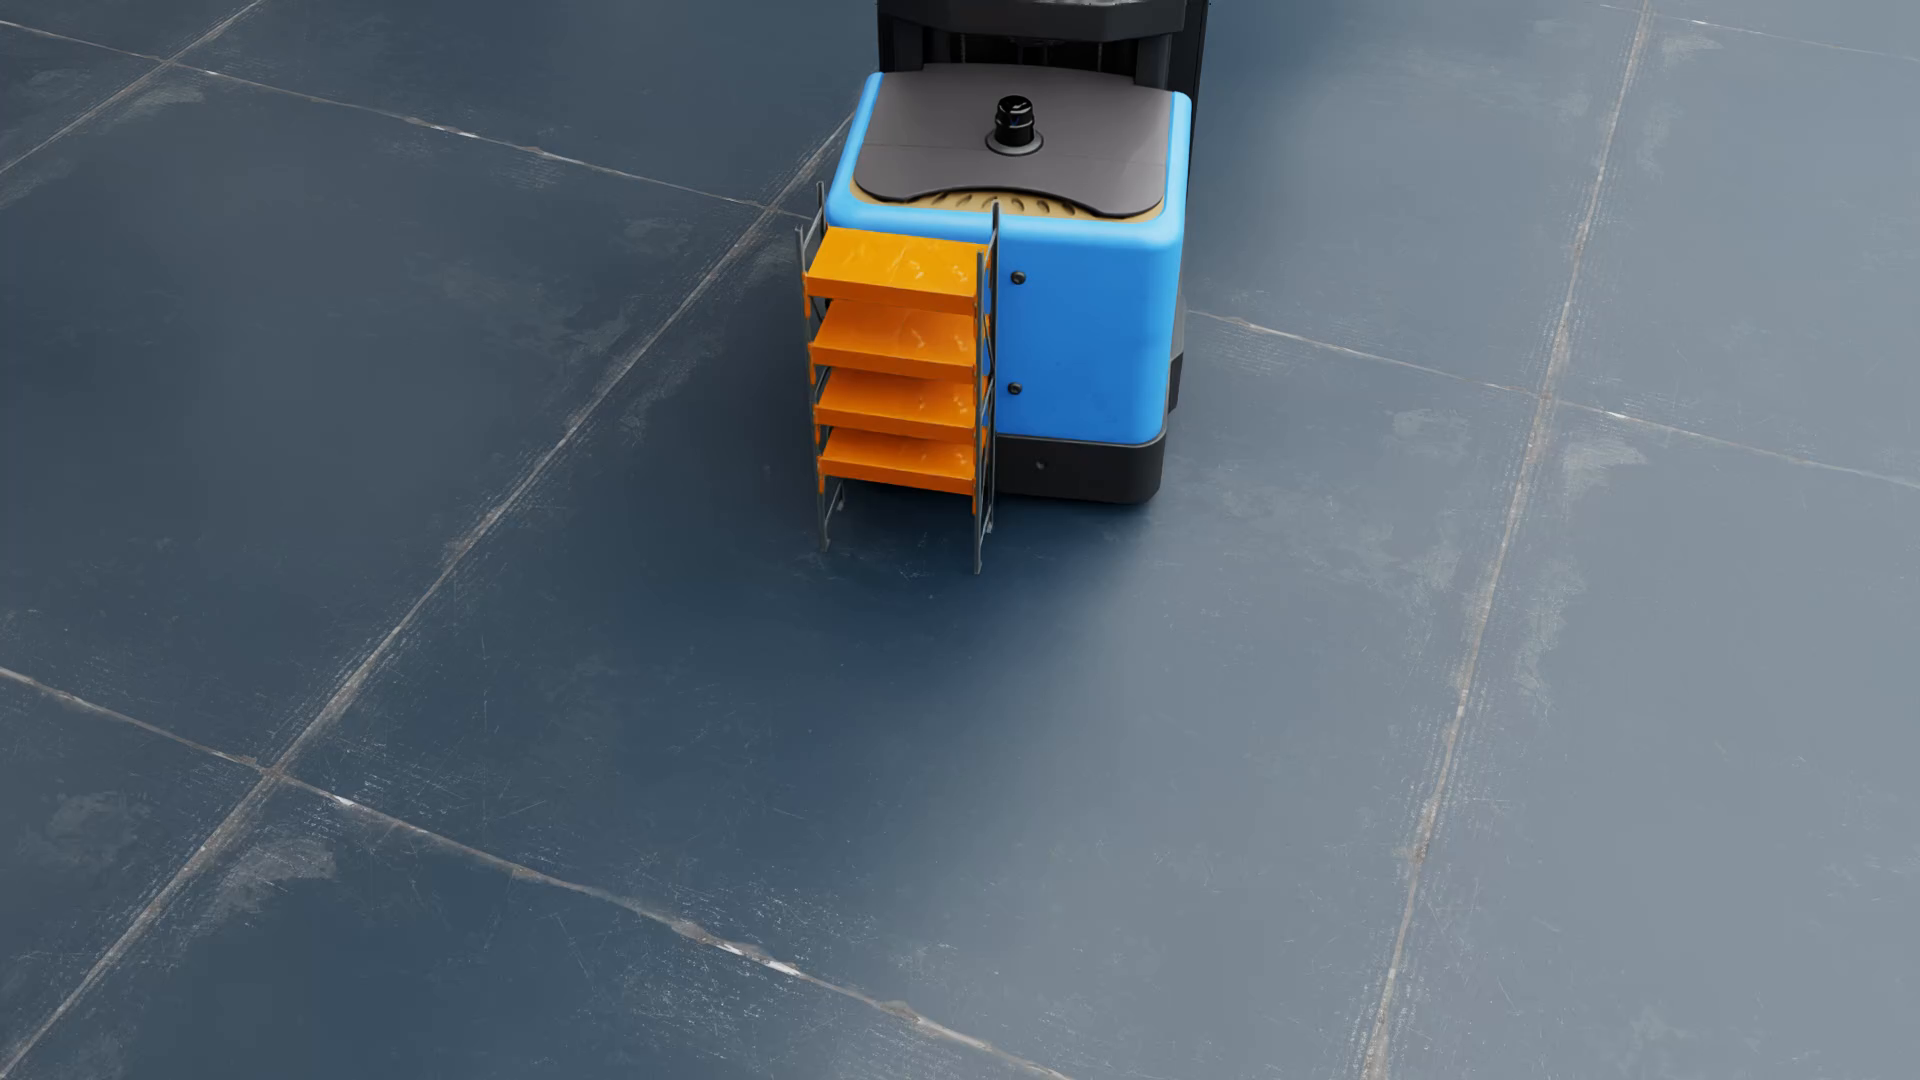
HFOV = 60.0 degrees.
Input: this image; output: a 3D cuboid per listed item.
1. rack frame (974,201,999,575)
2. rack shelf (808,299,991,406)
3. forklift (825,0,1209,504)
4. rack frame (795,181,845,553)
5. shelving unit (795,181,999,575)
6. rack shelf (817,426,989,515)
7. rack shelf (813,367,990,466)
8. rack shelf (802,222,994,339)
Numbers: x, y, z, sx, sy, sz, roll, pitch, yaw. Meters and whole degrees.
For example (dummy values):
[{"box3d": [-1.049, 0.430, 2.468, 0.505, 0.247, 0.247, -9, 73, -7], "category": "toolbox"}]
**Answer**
[{"box3d": [0.075, -0.400, 4.801, 0.015, 1.200, 0.240, 8, 45, 8], "category": "rack frame"}, {"box3d": [-0.164, -0.545, 4.726, 0.480, 0.148, 0.258, 8, 45, 8], "category": "rack shelf"}, {"box3d": [0.301, -2.200, 5.383, 1.130, 2.935, 3.031, 5, 45, 5], "category": "forklift"}, {"box3d": [-0.403, -0.469, 4.871, 0.015, 1.200, 0.240, 8, 45, 8], "category": "rack frame"}, {"box3d": [-0.164, -0.435, 4.836, 0.503, 1.200, 0.258, 8, 45, 8], "category": "shelving unit"}, {"box3d": [-0.164, -0.246, 5.024, 0.480, 0.148, 0.258, 8, 45, 8], "category": "rack shelf"}, {"box3d": [-0.164, -0.387, 4.883, 0.480, 0.148, 0.258, 8, 45, 8], "category": "rack shelf"}, {"box3d": [-0.164, -0.713, 4.559, 0.480, 0.148, 0.258, 8, 45, 8], "category": "rack shelf"}]
